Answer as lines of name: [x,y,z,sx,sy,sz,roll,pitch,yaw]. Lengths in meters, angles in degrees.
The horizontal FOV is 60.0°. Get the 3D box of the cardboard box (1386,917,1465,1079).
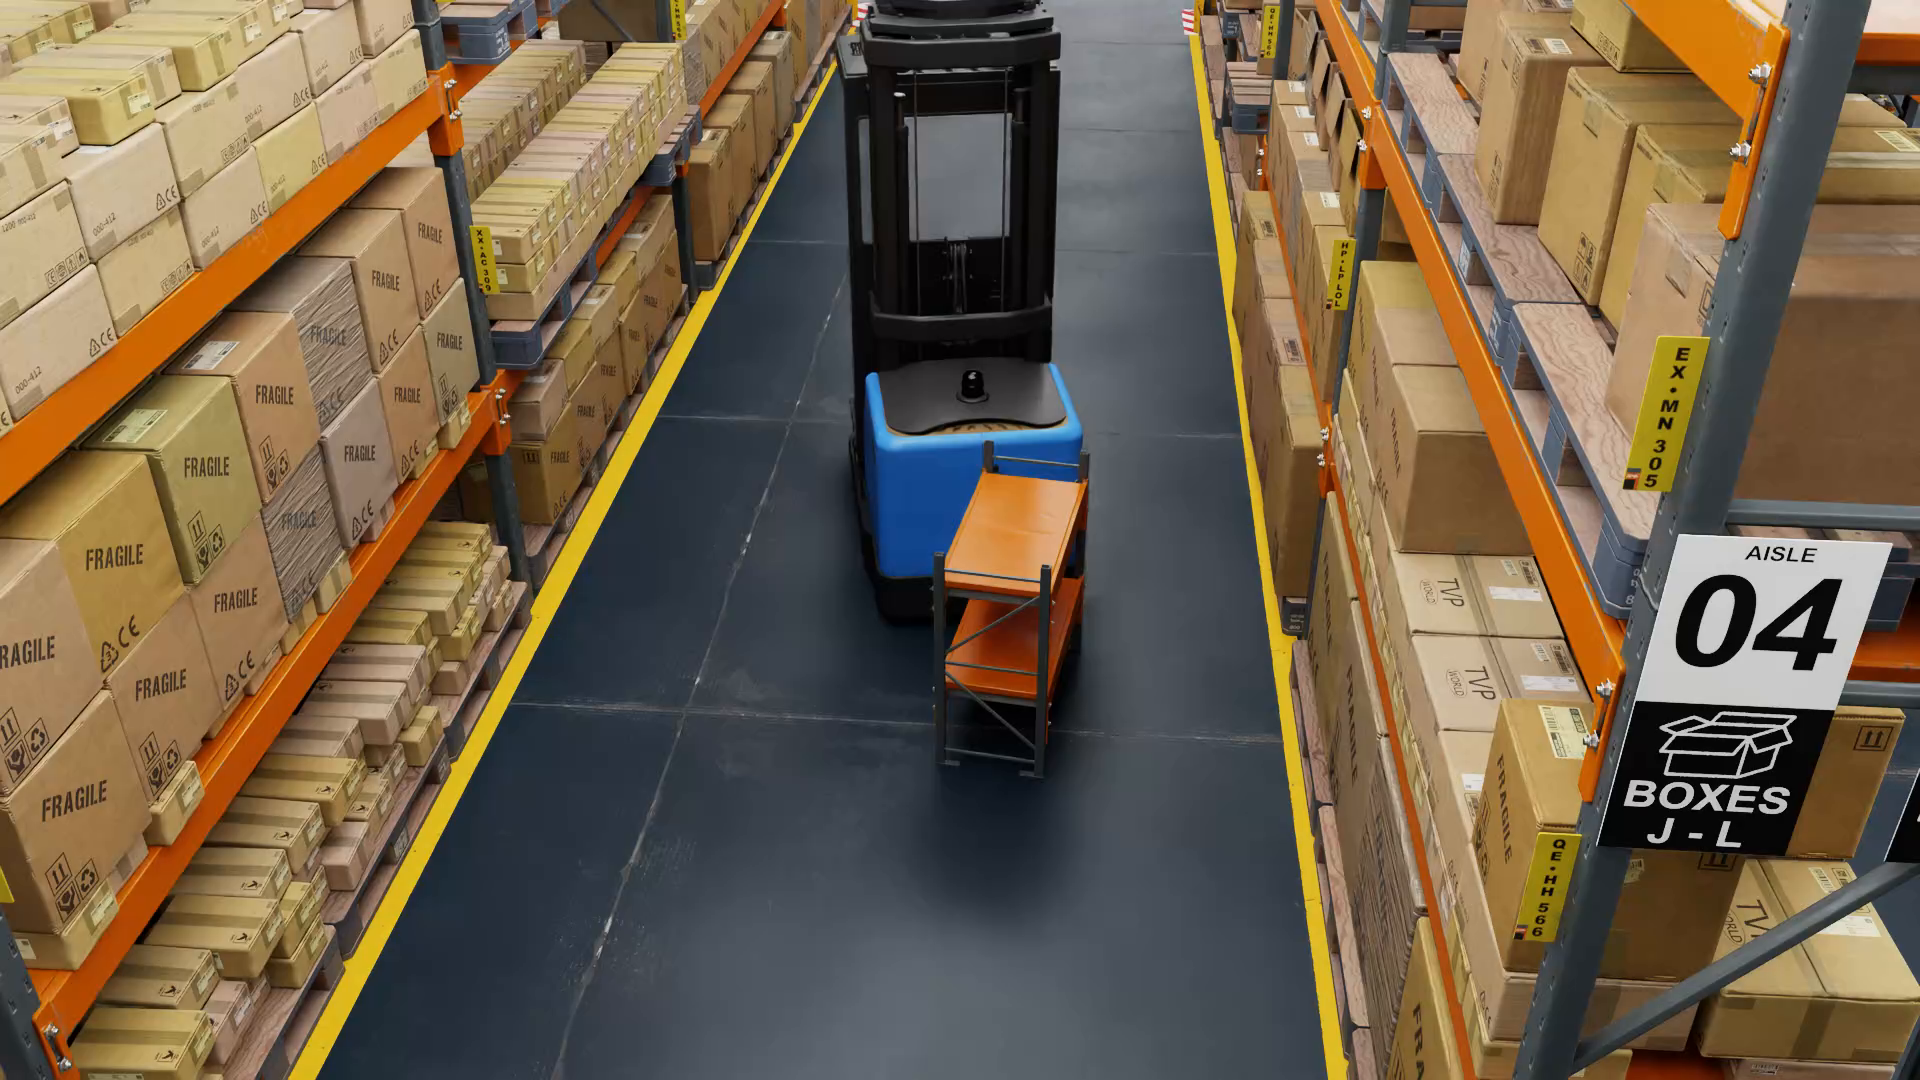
cardboard box: [1.848,1.803,5.089,0.875,0.875,0.875,2,32,4]

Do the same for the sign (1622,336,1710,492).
sign: [1.336,-0.235,3.145,0.100,0.325,0.005,2,32,4]

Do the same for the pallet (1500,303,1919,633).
pallet: [1.926,-0.212,3.960,1.003,0.211,1.213,2,32,4]

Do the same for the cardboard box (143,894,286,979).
cardboard box: [-2.628,1.398,5.873,0.380,0.149,0.250,2,32,4]

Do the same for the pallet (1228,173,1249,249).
pallet: [2.694,-2.625,13.308,1.003,0.211,1.213,2,32,4]

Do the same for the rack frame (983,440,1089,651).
rack frame: [0.359,0.042,8.109,0.500,1.125,0.032,7,32,11]

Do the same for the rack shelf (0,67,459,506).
rack shelf: [-2.897,-0.865,5.622,1.077,0.370,4.000,2,32,4]

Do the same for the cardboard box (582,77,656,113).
cardboard box: [-2.053,-2.673,10.001,0.380,0.149,0.250,3,32,5]

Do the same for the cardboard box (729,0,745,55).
cardboard box: [-1.980,-4.088,12.929,0.500,0.500,0.500,2,32,3]

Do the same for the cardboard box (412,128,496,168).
cardboard box: [-2.789,-2.165,9.177,0.380,0.149,0.250,1,32,2]

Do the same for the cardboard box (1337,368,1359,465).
cardboard box: [1.902,-0.504,7.068,0.500,0.250,0.500,2,32,3]

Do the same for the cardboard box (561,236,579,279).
cardboard box: [-2.202,-1.474,8.623,0.380,0.149,0.250,3,32,4]

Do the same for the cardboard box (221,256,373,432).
cardboard box: [-2.595,-0.741,6.261,0.500,0.500,0.500,3,32,5]

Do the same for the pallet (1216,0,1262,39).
pallet: [2.645,-4.384,13.687,1.003,0.211,1.213,2,32,4]

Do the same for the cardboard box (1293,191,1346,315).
cardboard box: [2.050,-1.507,8.740,0.500,0.500,0.500,2,32,3]

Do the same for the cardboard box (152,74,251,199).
cardboard box: [-2.631,-1.295,5.299,0.500,0.250,0.500,1,32,2]

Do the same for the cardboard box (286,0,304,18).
cardboard box: [-2.615,-1.961,6.000,0.380,0.149,0.250,4,32,6]

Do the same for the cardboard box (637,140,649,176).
cardboard box: [-2.077,-2.291,9.948,0.380,0.149,0.250,1,32,2]

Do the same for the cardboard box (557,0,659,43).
cardboard box: [-2.362,-3.735,11.403,0.700,0.500,0.500,2,32,4]

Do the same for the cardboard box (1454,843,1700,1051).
cardboard box: [1.651,1.088,4.485,0.500,0.250,0.500,2,32,3]

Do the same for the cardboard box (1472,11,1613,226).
cardboard box: [1.965,-1.257,4.980,0.700,0.500,0.500,4,32,6]

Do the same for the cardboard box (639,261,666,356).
cardboard box: [-2.247,-1.520,10.840,0.500,0.500,0.500,4,32,6]

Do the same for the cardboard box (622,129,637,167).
cardboard box: [-2.098,-2.278,9.643,0.380,0.149,0.250,3,32,5]

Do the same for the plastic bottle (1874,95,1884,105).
plastic bottle: [8.269,-3.898,14.964,0.097,0.201,0.097,0,32,0]

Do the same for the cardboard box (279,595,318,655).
cardboard box: [-2.630,0.285,6.168,0.380,0.149,0.250,4,32,6]

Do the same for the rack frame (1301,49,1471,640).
rack frame: [2.201,-0.676,7.488,1.000,3.000,0.127,2,32,4]

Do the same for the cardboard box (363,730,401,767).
cardboard box: [-2.618,0.829,7.079,0.380,0.149,0.250,1,32,2]

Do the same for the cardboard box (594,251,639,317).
cardboard box: [-2.290,-1.568,10.202,0.500,0.250,0.500,3,32,5]

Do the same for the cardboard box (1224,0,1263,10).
cardboard box: [2.648,-4.884,13.344,1.000,1.000,1.000,3,32,4]

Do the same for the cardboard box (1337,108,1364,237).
cardboard box: [2.313,-1.838,8.322,0.797,0.503,0.637,3,32,5]

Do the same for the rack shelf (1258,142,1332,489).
rack shelf: [2.364,-1.415,9.373,1.077,0.370,4.000,2,32,4]

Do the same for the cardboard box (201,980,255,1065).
cardboard box: [-2.683,1.656,5.738,0.380,0.149,0.250,2,32,4]

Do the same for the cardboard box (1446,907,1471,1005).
cardboard box: [1.596,1.186,4.705,0.380,0.149,0.250,3,32,4]

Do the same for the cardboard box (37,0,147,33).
cardboard box: [-3.086,-1.850,5.820,0.380,0.149,0.250,1,32,2]

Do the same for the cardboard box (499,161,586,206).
cardboard box: [-2.181,-1.862,8.685,0.380,0.149,0.250,2,32,3]

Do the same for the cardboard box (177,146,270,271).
cardboard box: [-2.639,-1.100,5.460,0.500,0.250,0.500,2,32,4]

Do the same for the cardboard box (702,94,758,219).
cardboard box: [-2.201,-3.025,13.044,1.050,0.750,0.750,3,32,5]

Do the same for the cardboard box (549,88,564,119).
cardboard box: [-2.686,-2.705,10.336,0.380,0.149,0.250,2,32,2]

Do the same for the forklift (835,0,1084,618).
forklift: [-0.071,-1.606,9.063,1.130,2.935,3.031,-4,32,-6]

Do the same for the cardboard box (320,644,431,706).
cardboard box: [-2.527,0.582,7.197,0.380,0.149,0.250,1,32,2]

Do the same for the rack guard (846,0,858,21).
rack guard: [-1.755,-6.164,18.775,1.175,0.500,0.348,2,32,4]

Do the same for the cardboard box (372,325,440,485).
cardboard box: [-2.535,-0.573,6.942,0.500,0.500,0.500,2,32,3]

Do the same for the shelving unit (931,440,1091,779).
shelving unit: [0.247,0.303,7.687,0.538,1.125,1.048,7,32,11]

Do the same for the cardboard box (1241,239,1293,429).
cardboard box: [2.370,-1.216,9.989,1.225,0.875,0.875,3,32,4]

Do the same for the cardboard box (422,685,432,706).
cardboard box: [-2.631,0.720,7.540,0.380,0.149,0.250,2,32,3]

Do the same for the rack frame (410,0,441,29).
rack frame: [-2.734,-3.495,6.343,1.000,3.000,0.127,2,32,4]

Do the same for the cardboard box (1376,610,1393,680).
cardboard box: [1.720,0.387,6.003,0.380,0.149,0.250,2,32,3]

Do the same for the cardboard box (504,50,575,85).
cardboard box: [-2.658,-2.983,10.504,0.380,0.149,0.250,2,32,3]

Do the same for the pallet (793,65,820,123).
pallet: [-1.943,-4.331,16.076,1.003,0.211,1.213,2,32,4]

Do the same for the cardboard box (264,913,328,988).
cardboard box: [-2.615,1.526,6.232,0.380,0.149,0.250,3,32,5]

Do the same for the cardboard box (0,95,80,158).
cardboard box: [-2.737,-1.142,4.671,0.380,0.149,0.250,3,32,5]

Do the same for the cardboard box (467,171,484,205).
cardboard box: [-2.815,-1.902,9.033,0.380,0.149,0.250,1,32,1]

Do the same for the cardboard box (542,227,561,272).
cardboard box: [-2.224,-1.461,8.317,0.380,0.149,0.250,2,32,3]

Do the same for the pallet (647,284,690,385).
pallet: [-2.473,-1.436,11.380,1.003,0.211,1.213,2,32,4]

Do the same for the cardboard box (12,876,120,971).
cardboard box: [-2.707,1.103,4.841,0.380,0.149,0.250,2,32,4]

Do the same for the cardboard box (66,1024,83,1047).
cardboard box: [-3.226,1.637,5.769,0.380,0.149,0.250,2,32,3]

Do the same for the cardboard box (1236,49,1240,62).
cardboard box: [2.936,-4.809,16.177,0.500,0.500,0.500,0,32,0]

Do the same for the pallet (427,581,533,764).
pallet: [-2.753,0.599,8.076,1.003,0.211,1.213,2,32,4]

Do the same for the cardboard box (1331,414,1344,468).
cardboard box: [1.846,-0.428,7.326,0.380,0.149,0.250,3,32,4]
